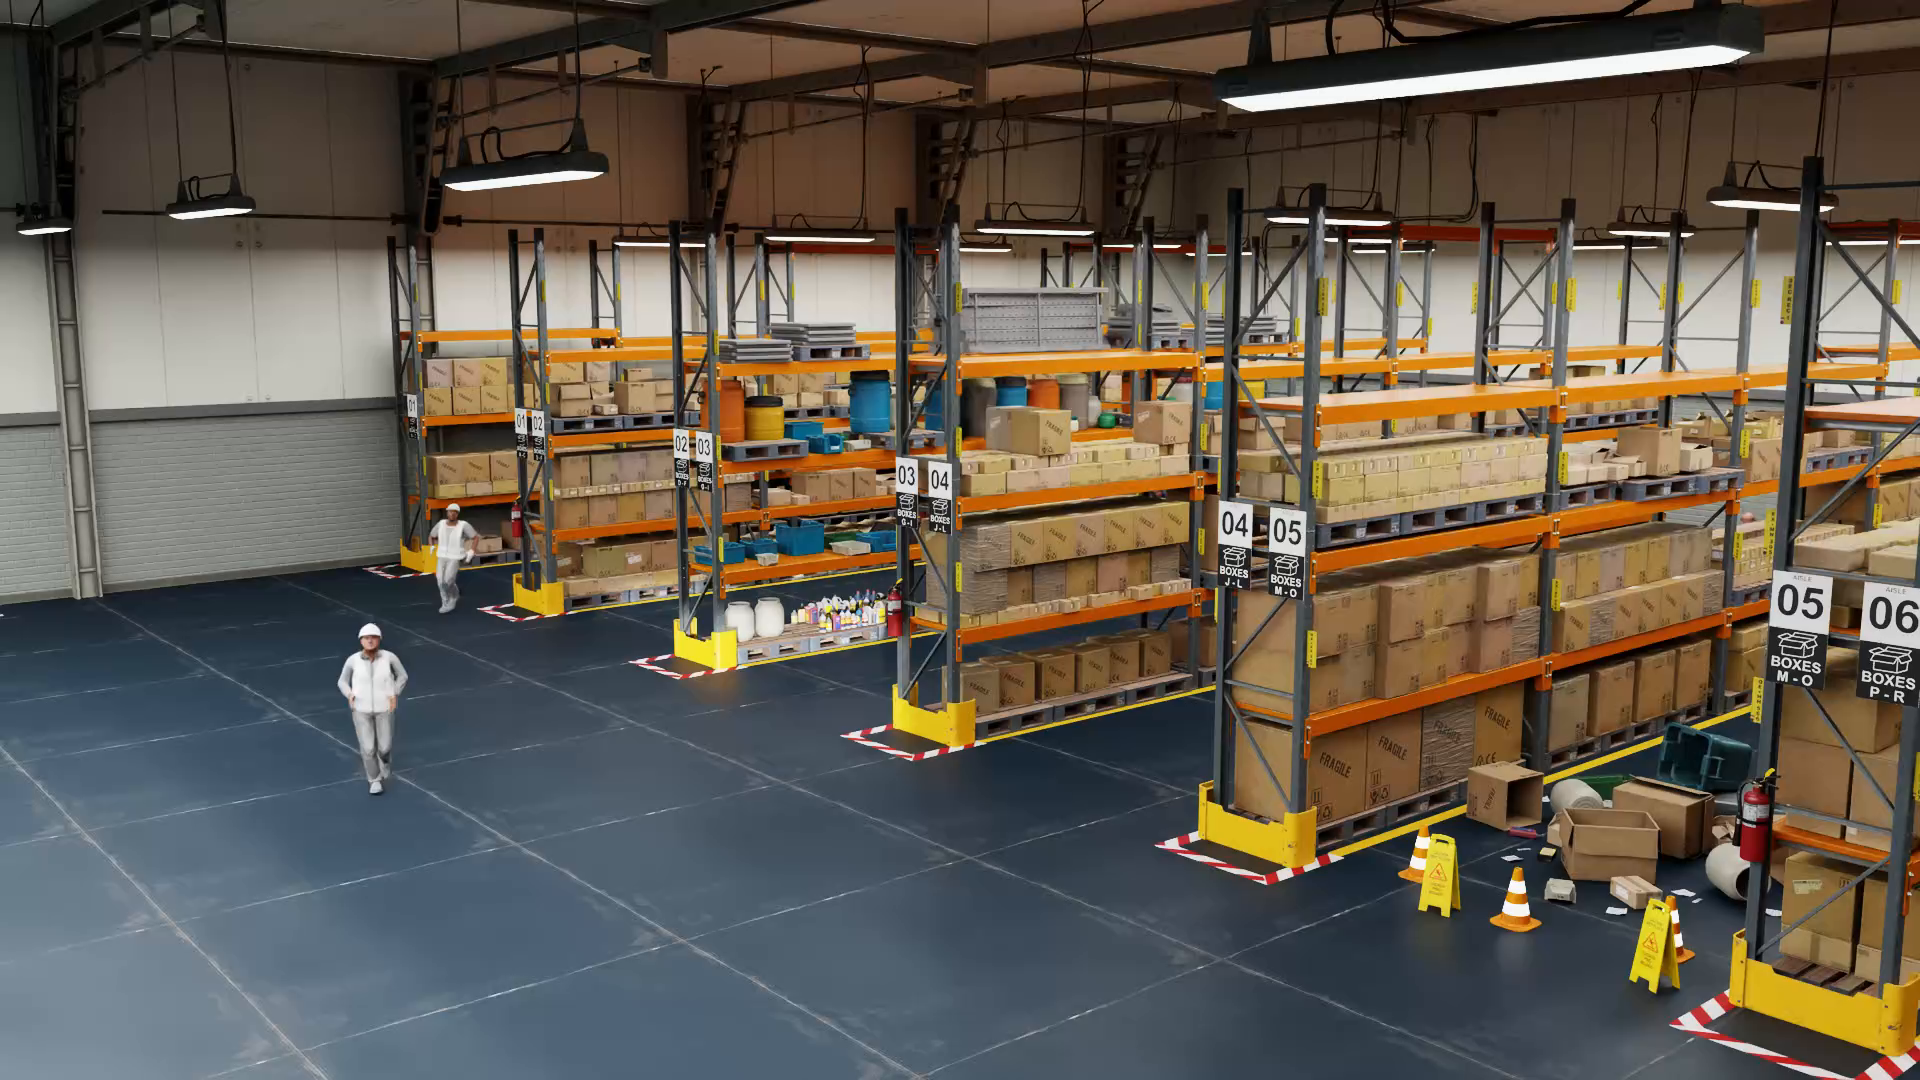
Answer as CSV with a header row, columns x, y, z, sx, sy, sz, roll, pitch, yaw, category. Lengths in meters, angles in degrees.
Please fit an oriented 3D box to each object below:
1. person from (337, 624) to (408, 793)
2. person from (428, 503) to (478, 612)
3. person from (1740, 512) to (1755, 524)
x,y,z,sx,sy,sz,roll,pitch,yaw,category
-5.996,1.714,17.011,0.680,1.731,0.587,-3,9,-18,person
-8.020,0.290,26.183,0.762,1.732,0.534,1,9,5,person
11.843,0.438,25.201,0.741,1.733,0.688,-7,11,-36,person
